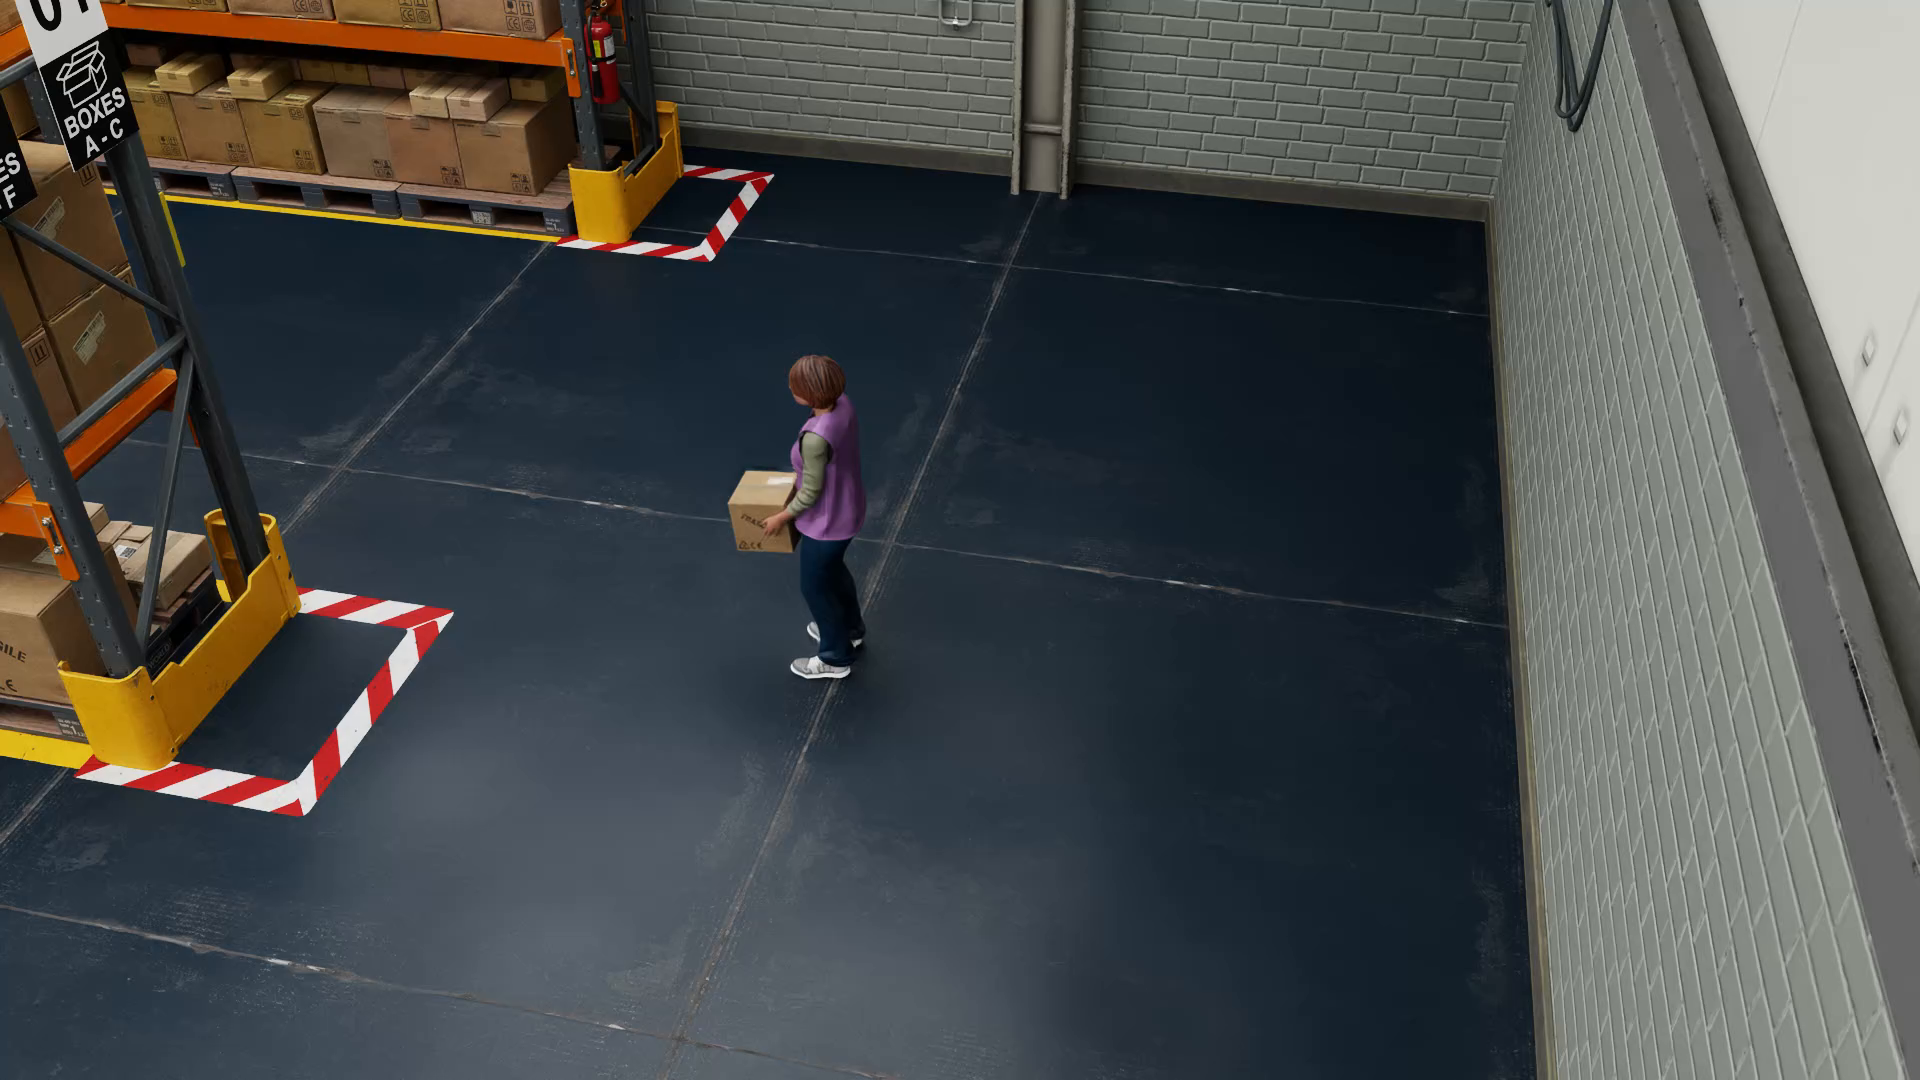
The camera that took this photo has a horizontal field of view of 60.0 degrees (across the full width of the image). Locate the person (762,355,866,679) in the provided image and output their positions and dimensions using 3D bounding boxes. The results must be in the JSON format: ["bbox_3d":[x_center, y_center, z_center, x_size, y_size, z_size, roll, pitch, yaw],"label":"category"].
[{"bbox_3d":[-0.612,-0.098,7.092,0.411,1.603,0.444,7,38,9],"label":"person"}]
